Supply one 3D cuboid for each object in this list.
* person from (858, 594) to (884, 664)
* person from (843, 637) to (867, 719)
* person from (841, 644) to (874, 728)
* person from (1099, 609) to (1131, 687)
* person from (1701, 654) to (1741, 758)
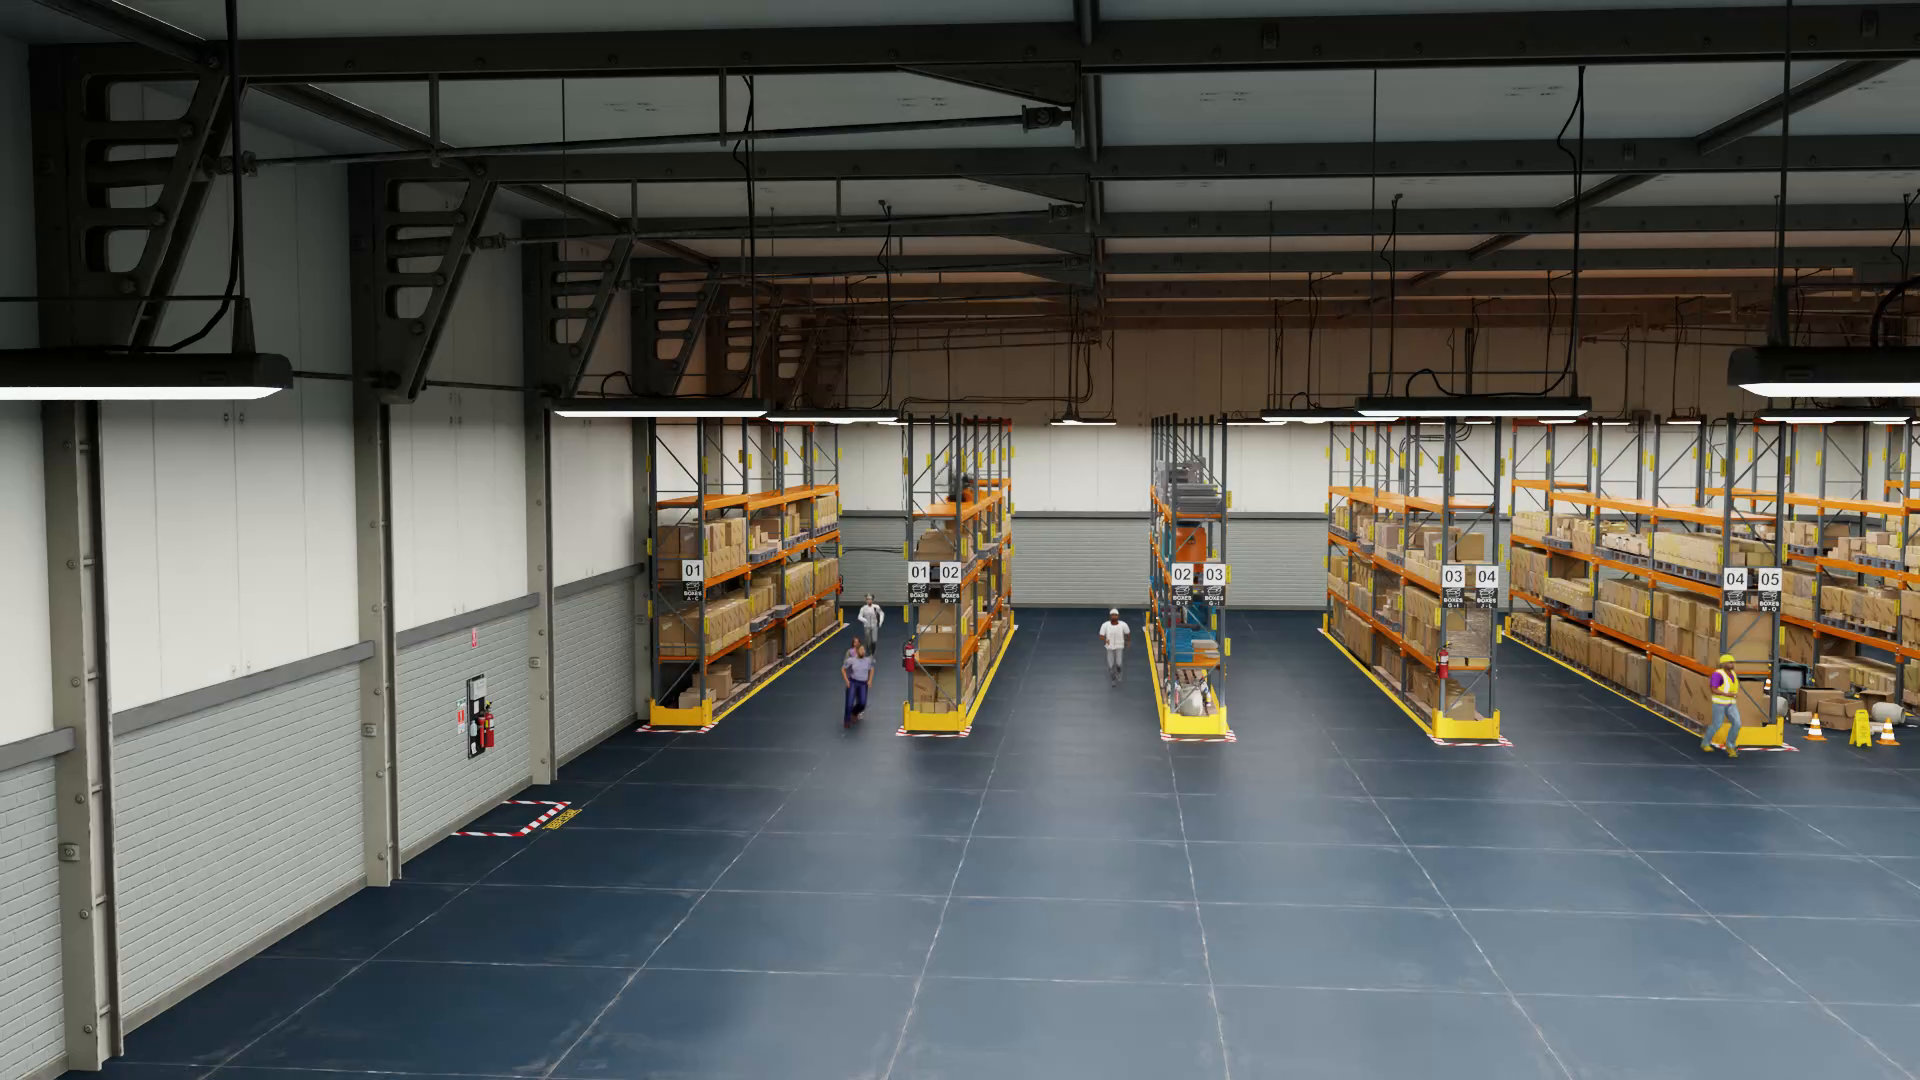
[{"bbox_3d":[-2.179,2.160,40.623,0.616,1.716,0.683,0,4,1],"label":"person"},{"bbox_3d":[-2.047,2.703,32.886,0.541,1.567,0.843,-1,4,-14],"label":"person"},{"bbox_3d":[-1.943,2.804,31.829,0.663,1.586,0.510,-1,4,-14],"label":"person"},{"bbox_3d":[3.410,2.383,36.614,0.693,1.724,0.575,0,4,7],"label":"person"},{"bbox_3d":[13.358,2.903,29.031,0.730,1.838,0.738,-2,4,-24],"label":"person"}]
